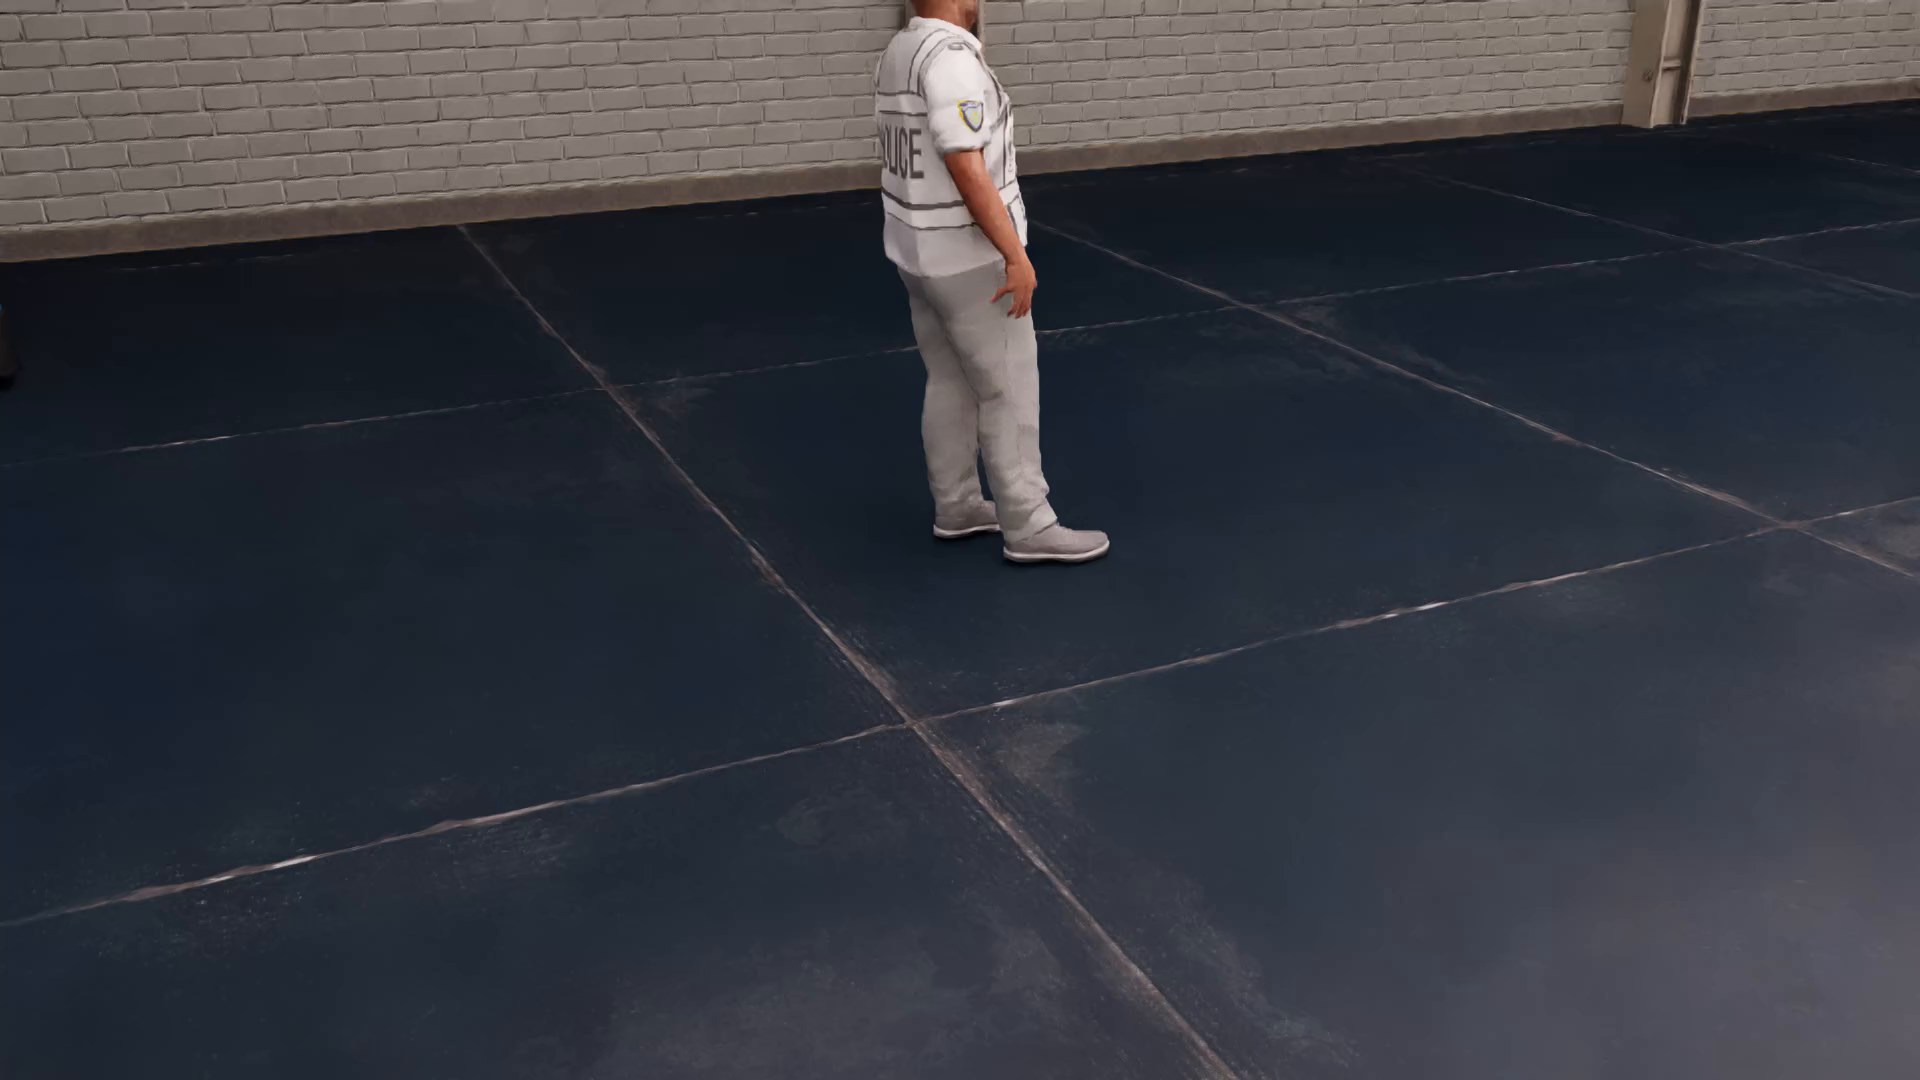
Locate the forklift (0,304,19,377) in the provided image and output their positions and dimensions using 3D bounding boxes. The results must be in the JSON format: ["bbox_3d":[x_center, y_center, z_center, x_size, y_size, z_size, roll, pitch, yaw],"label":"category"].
[{"bbox_3d":[-5.085,-1.672,5.312,1.130,2.935,3.031,21,30,41],"label":"forklift"}]

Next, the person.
[{"bbox_3d":[0.076,-0.839,4.782,0.574,1.781,0.640,-10,25,-23],"label":"person"}]
